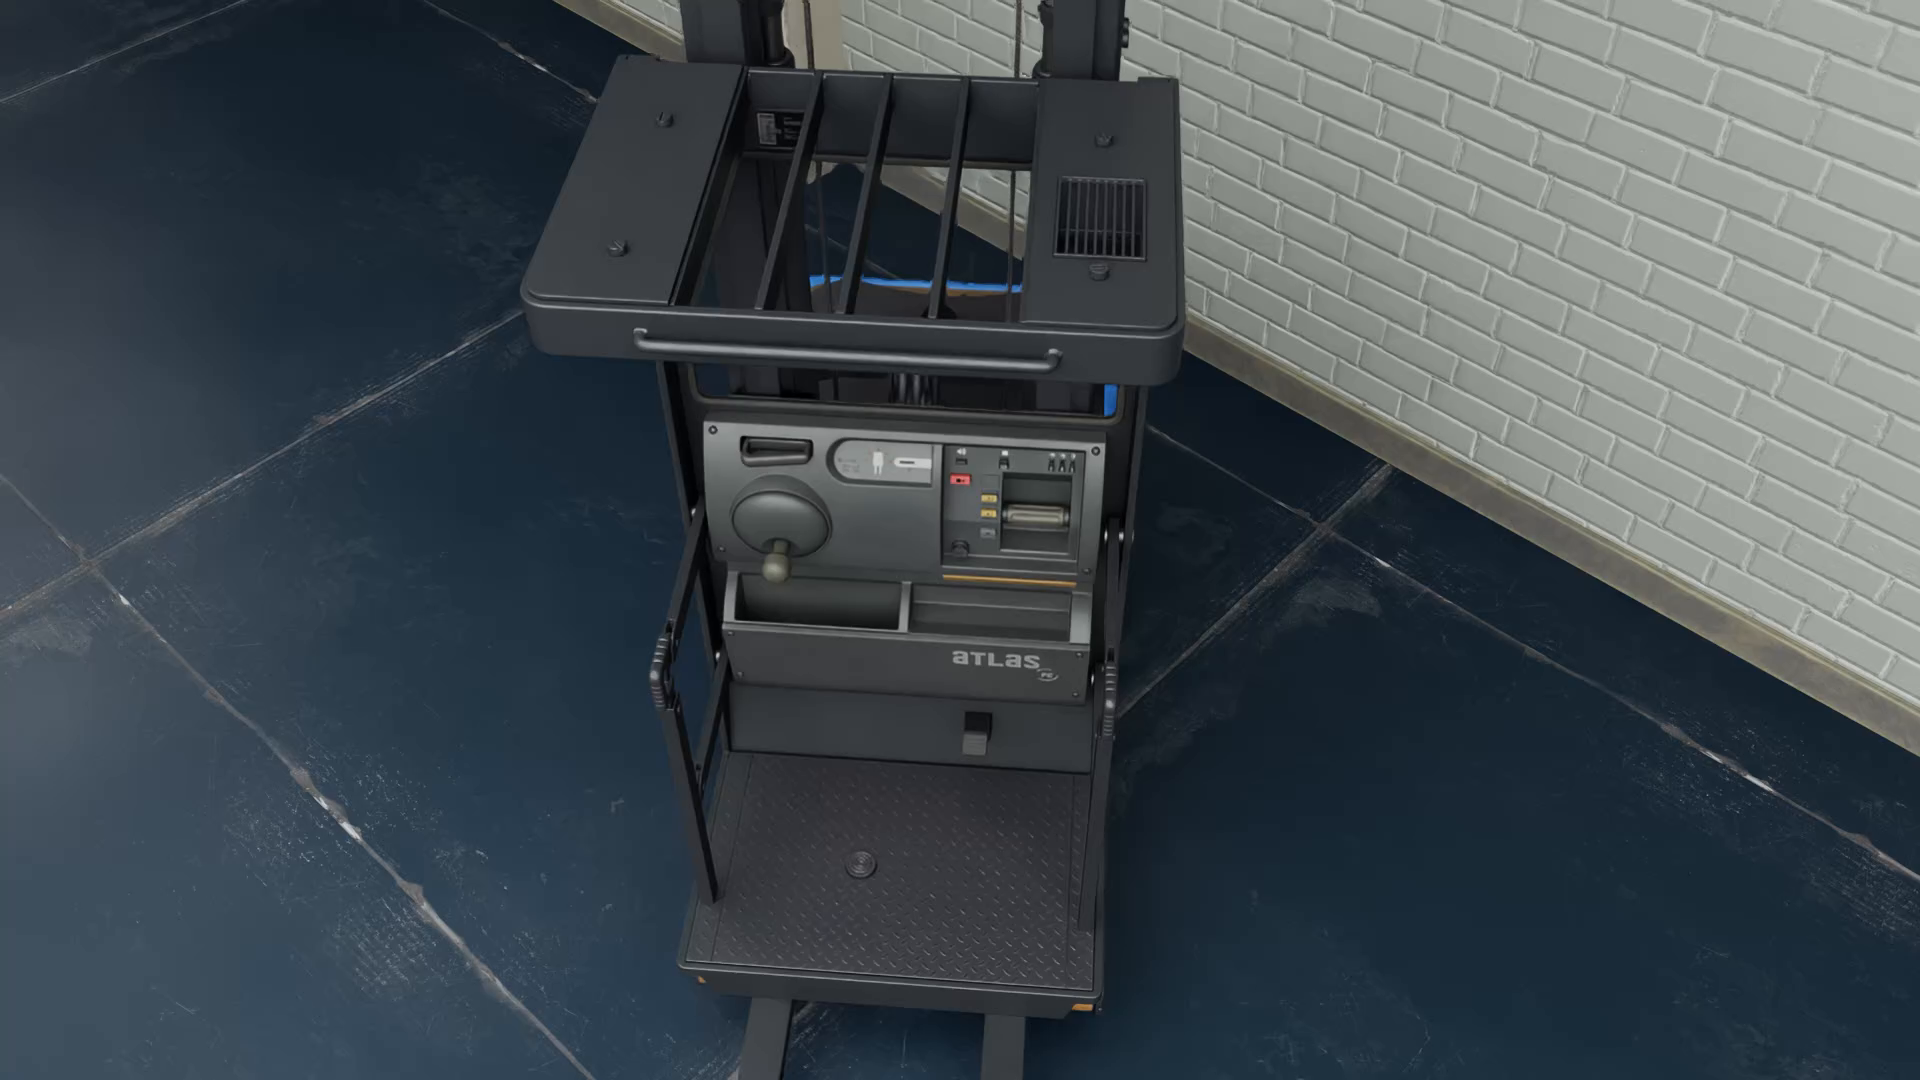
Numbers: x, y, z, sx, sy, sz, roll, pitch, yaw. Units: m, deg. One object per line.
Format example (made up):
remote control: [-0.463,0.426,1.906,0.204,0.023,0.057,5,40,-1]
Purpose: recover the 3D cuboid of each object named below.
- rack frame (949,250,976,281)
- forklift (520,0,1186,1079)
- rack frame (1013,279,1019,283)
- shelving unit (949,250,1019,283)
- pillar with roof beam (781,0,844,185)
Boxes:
rack frame: [-0.039,-0.571,5.669,0.240,0.900,0.006,-34,55,-28]
forklift: [-0.147,0.016,3.725,1.130,2.935,3.031,3,47,3]
rack frame: [0.099,-0.463,5.567,0.240,0.900,0.006,-34,55,-28]
shelving unit: [0.030,-0.517,5.618,0.258,0.900,0.210,-34,55,-28]
pillar with roof beam: [-3.652,-2.472,1.898,0.400,9.000,9.100,34,55,28]
